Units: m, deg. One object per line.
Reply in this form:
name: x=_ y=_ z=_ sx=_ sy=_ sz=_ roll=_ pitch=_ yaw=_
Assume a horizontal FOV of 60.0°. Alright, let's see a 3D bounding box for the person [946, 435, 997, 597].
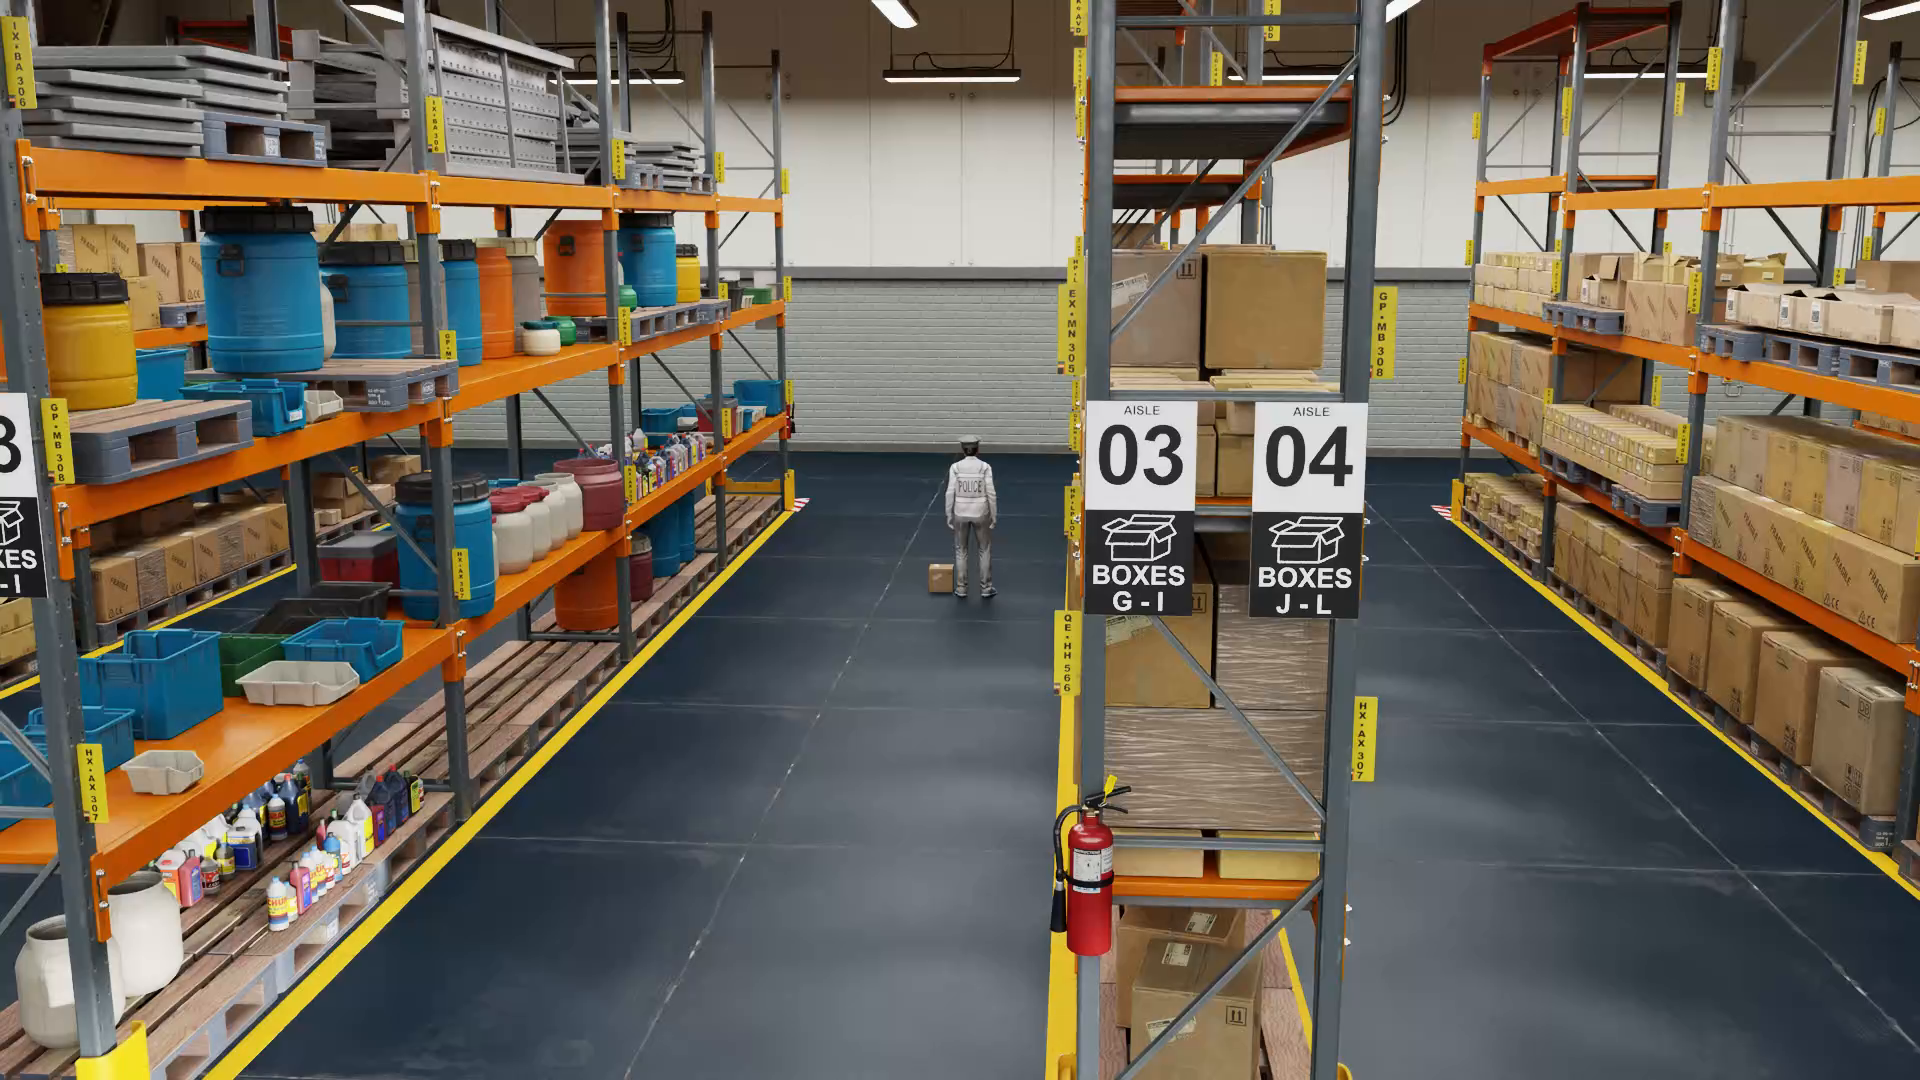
person: x=0.119 y=-0.241 z=17.177 sx=0.529 sy=1.664 sz=0.374 roll=1 pitch=11 yaw=5
